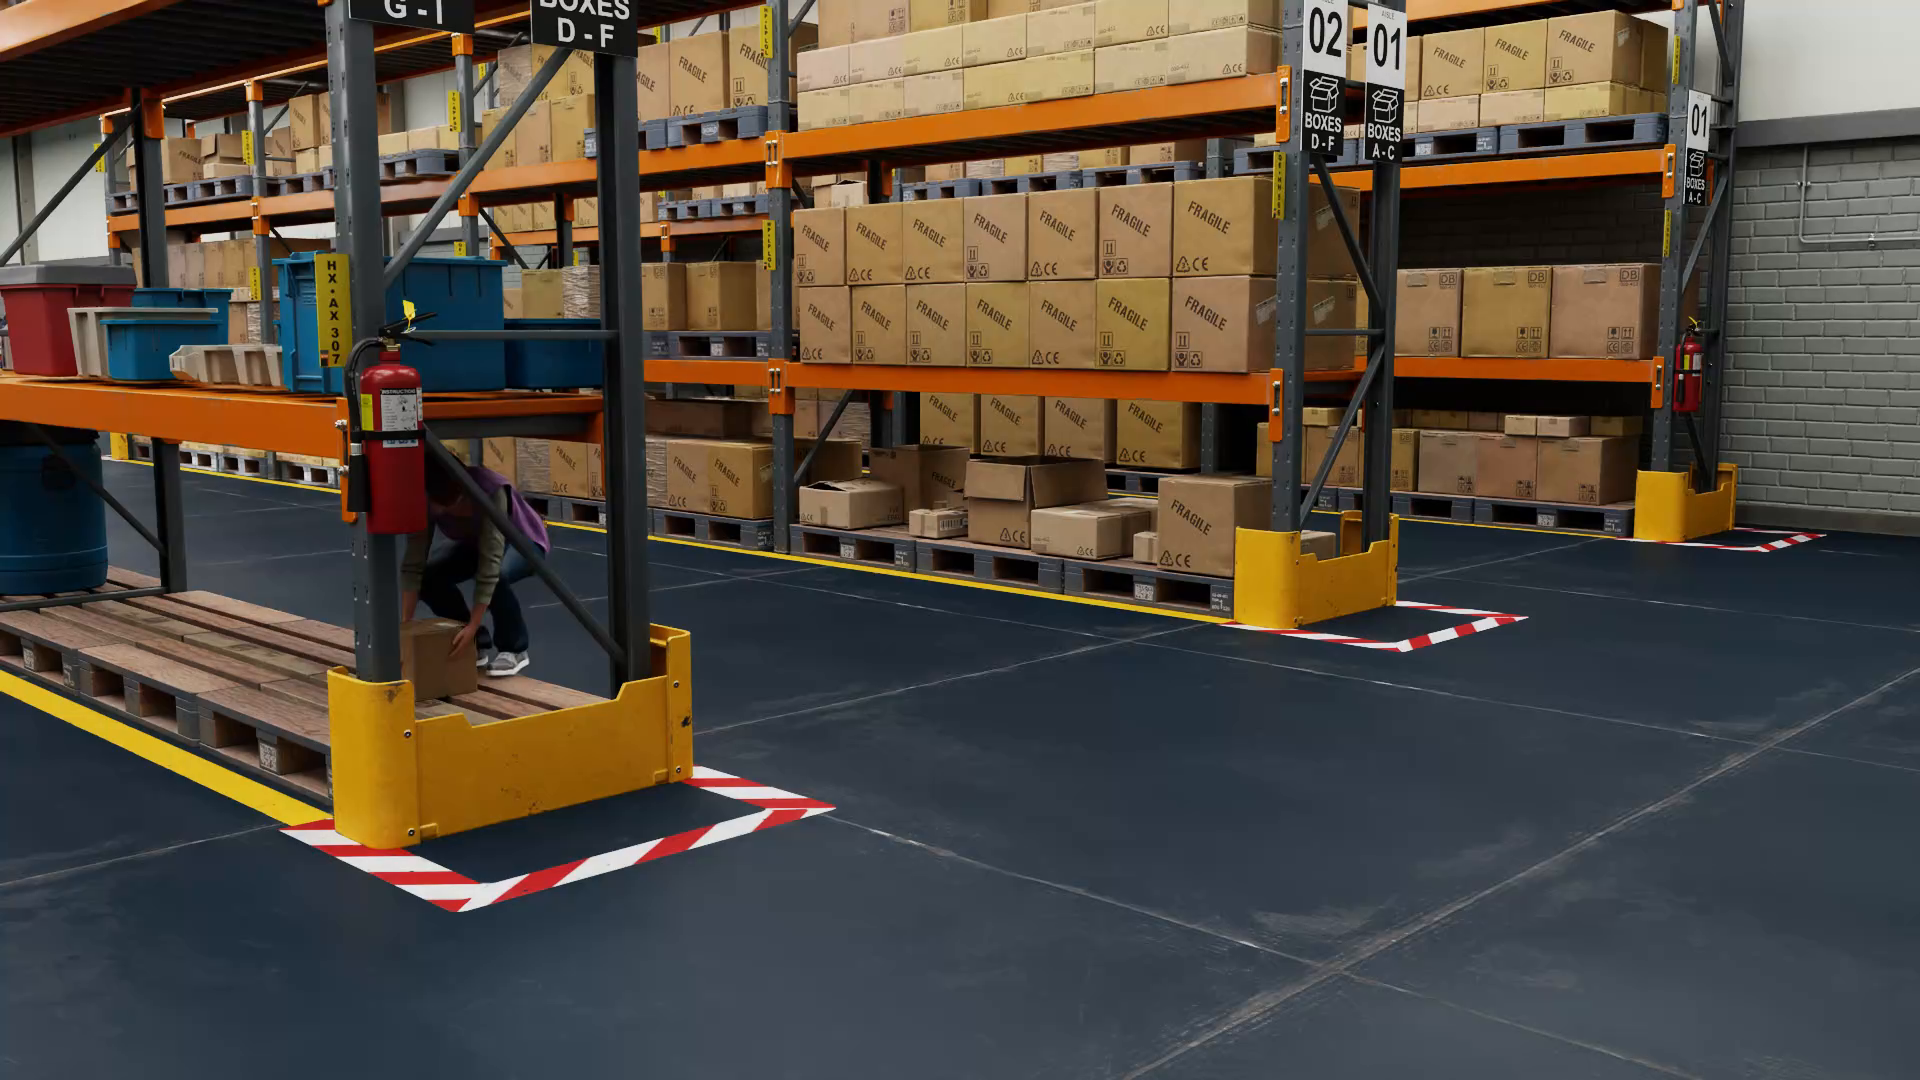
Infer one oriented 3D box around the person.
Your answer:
[{"bbox_3d":[-1.837,0.086,6.331,0.442,0.880,0.792,2,8,16],"label":"person"}]
